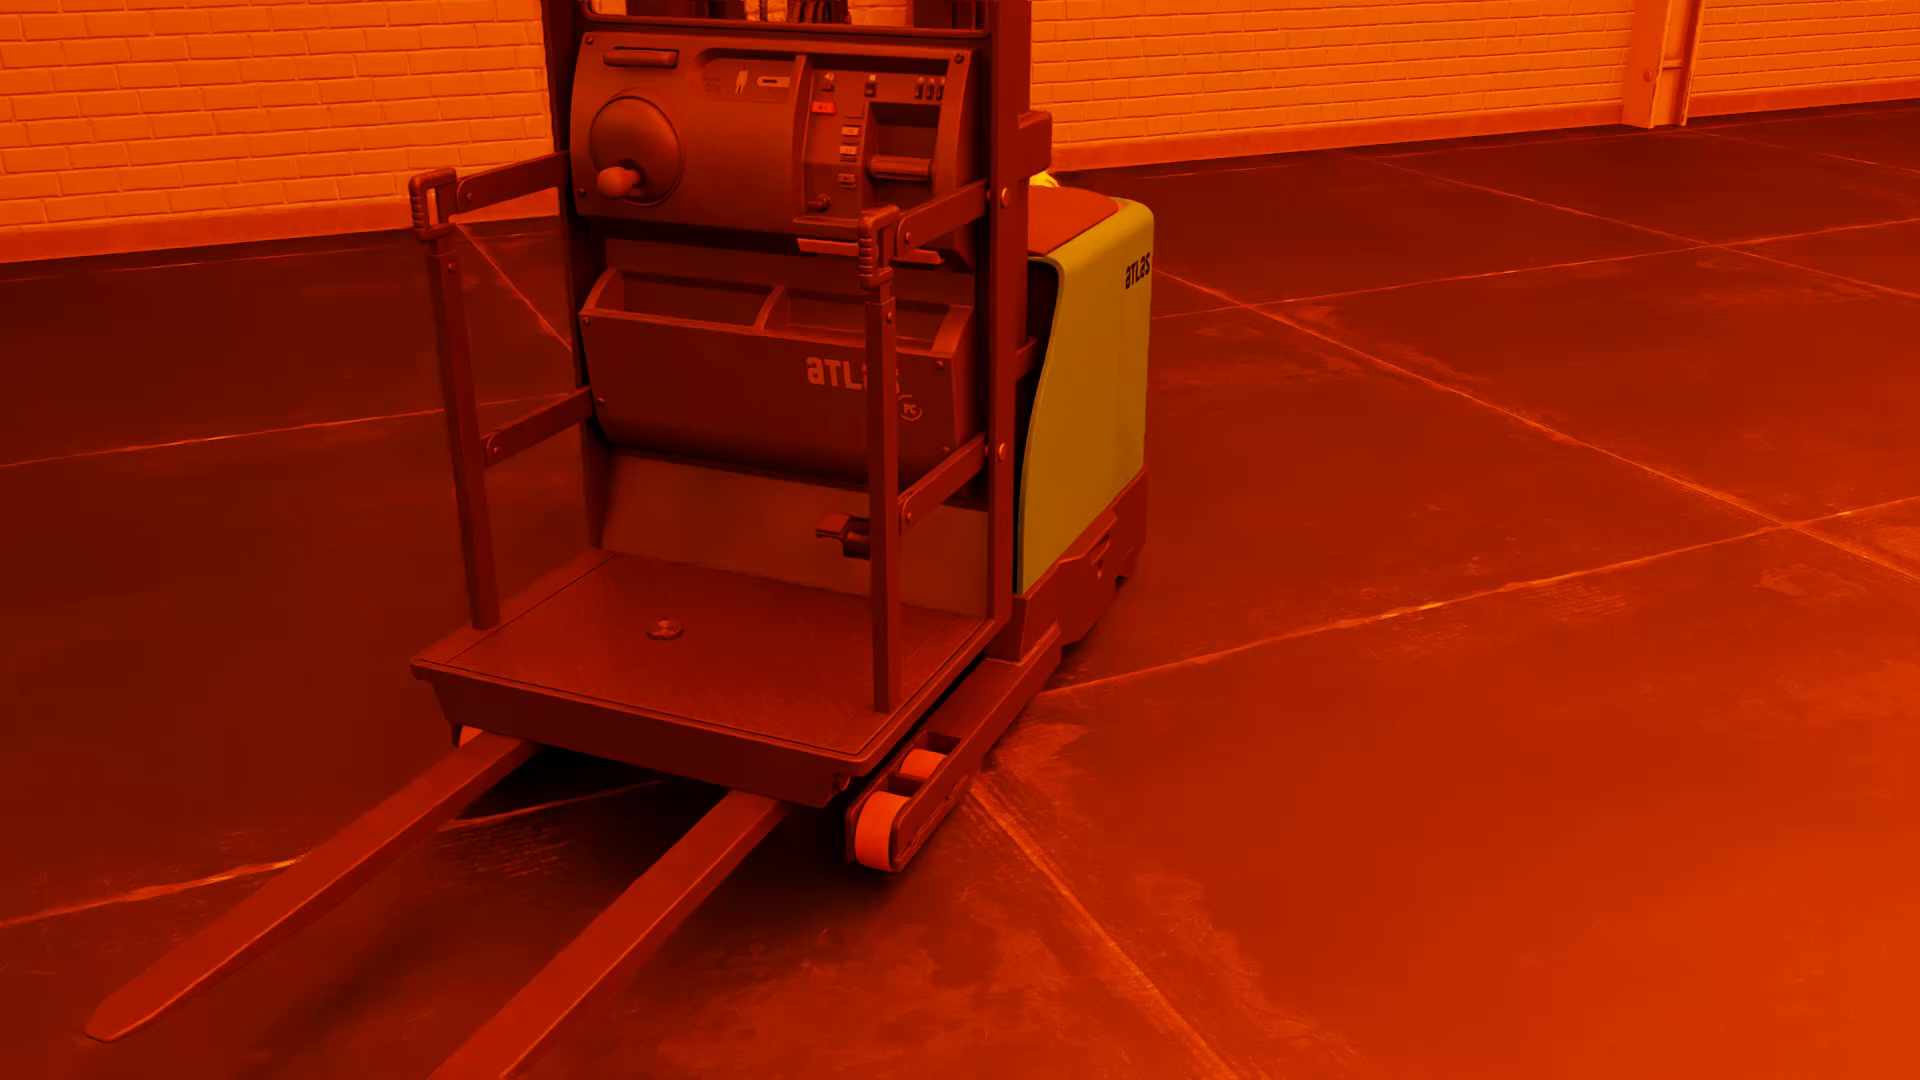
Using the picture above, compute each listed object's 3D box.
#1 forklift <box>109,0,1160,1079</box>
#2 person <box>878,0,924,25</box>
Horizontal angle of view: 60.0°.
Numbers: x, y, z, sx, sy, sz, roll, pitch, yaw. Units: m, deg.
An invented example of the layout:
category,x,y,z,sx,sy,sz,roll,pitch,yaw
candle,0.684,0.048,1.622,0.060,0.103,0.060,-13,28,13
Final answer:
category,x,y,z,sx,sy,sz,roll,pitch,yaw
forklift,-0.478,-0.867,3.374,1.130,2.935,3.031,9,24,21
person,-0.093,-1.167,5.863,1.018,1.584,1.148,-7,24,-16
